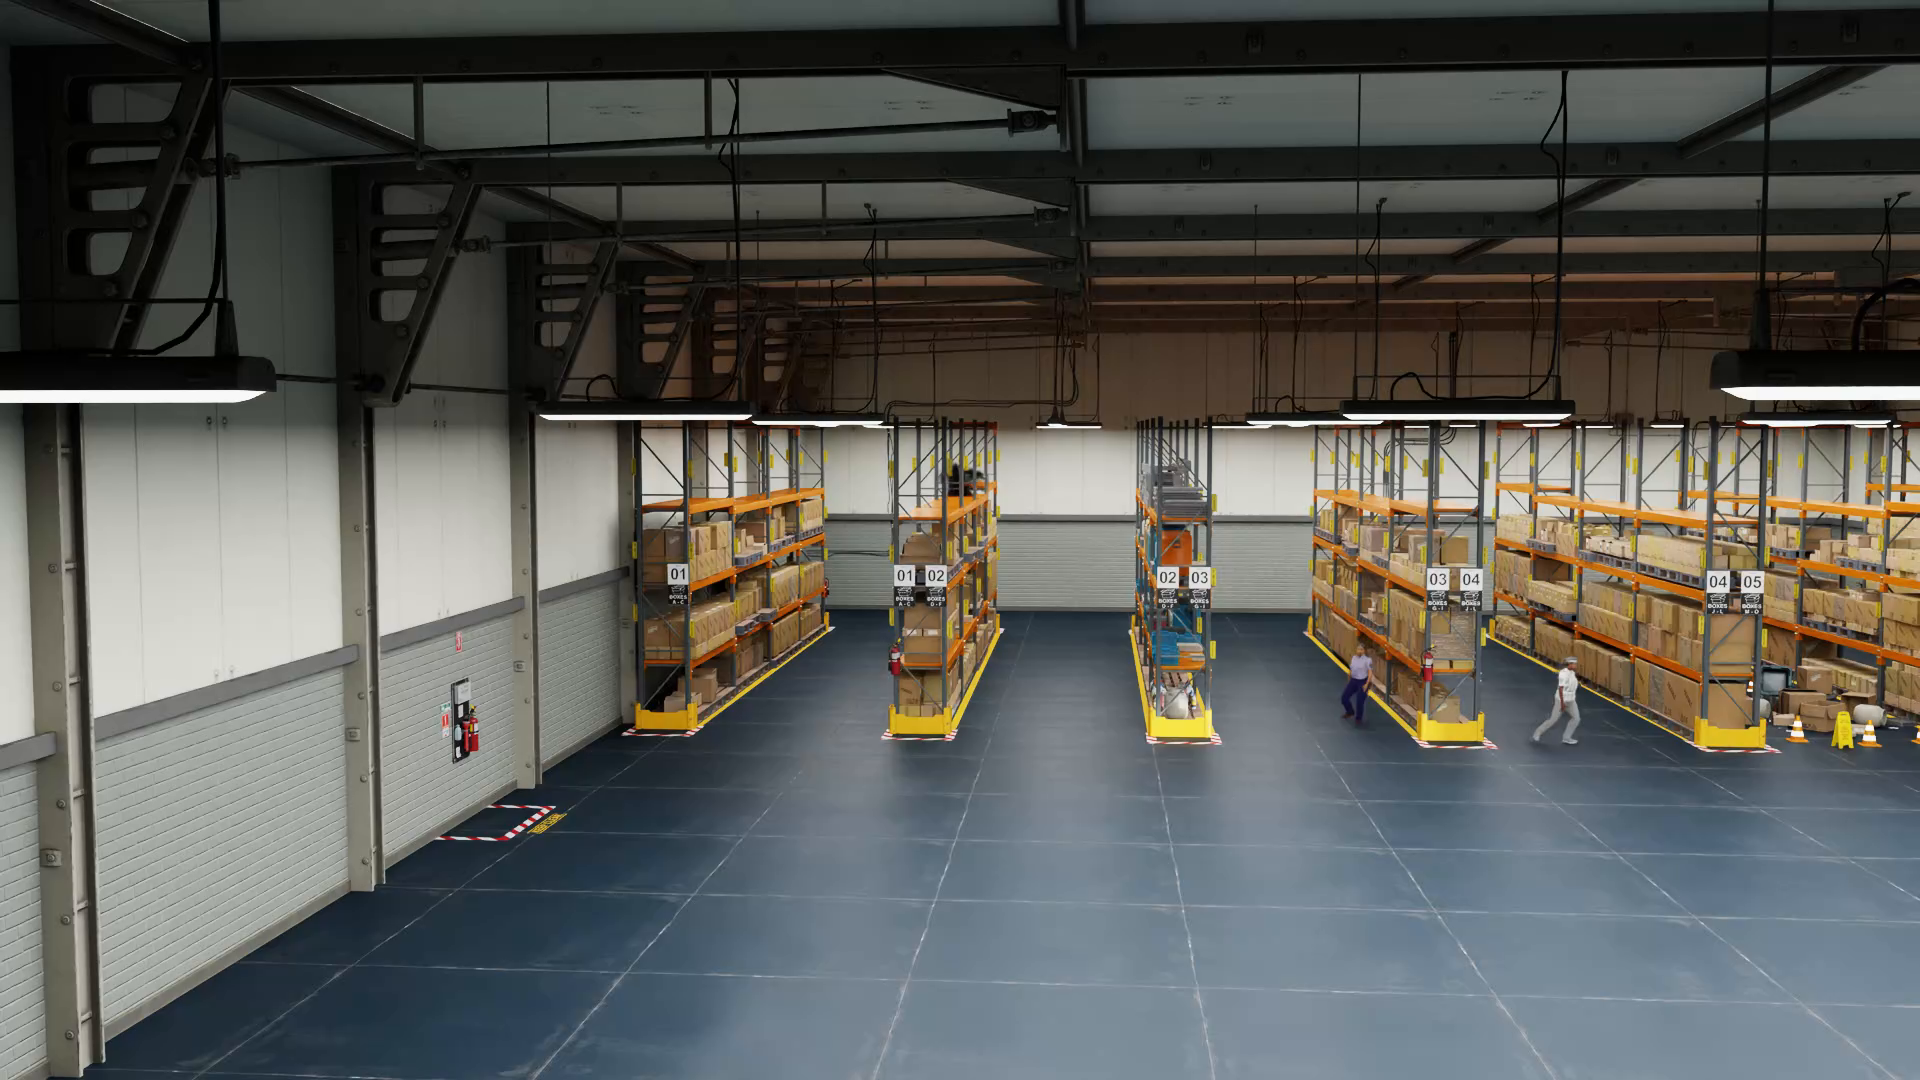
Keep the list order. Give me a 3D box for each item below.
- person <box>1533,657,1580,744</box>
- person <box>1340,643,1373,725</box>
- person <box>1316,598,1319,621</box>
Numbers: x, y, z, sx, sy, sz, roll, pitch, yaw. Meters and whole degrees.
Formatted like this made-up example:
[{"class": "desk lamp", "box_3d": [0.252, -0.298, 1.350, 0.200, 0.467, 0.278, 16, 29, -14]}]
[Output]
[{"class": "person", "box_3d": [10.936, 2.926, 30.514, 0.702, 1.603, 0.673, -3, 5, -37]}, {"class": "person", "box_3d": [7.759, 2.821, 32.507, 0.450, 1.648, 0.745, -4, 5, -44]}, {"class": "person", "box_3d": [10.415, 1.771, 47.953, 0.568, 1.639, 0.506, -3, 5, -34]}]
